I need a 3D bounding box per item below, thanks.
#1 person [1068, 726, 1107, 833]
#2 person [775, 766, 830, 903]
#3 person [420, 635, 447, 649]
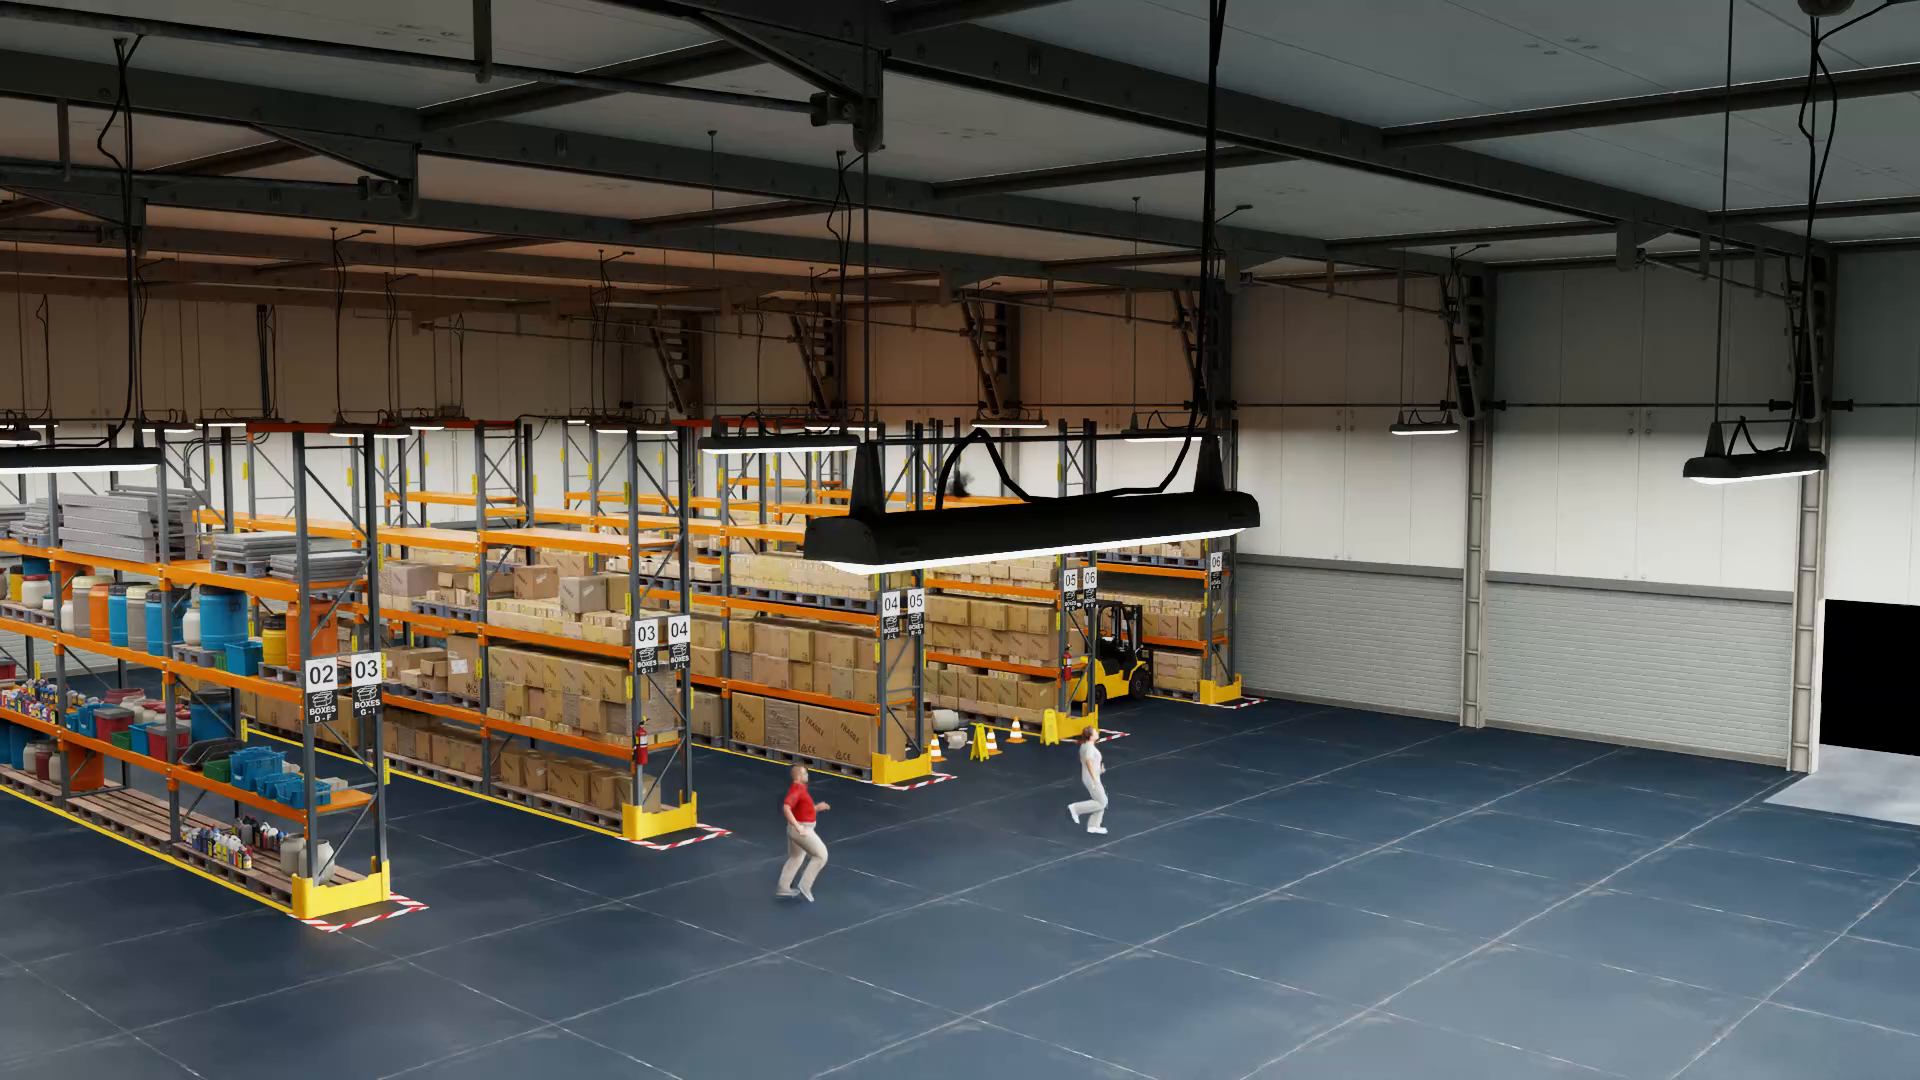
[{"bbox_3d":[1.883,3.530,24.496,0.620,1.600,0.565,-1,5,-8],"label":"person"},{"bbox_3d":[-1.998,3.751,21.223,0.719,1.759,0.639,-2,5,-19],"label":"person"},{"bbox_3d":[-12.968,2.133,40.735,0.714,1.744,0.881,2,5,25],"label":"person"}]
